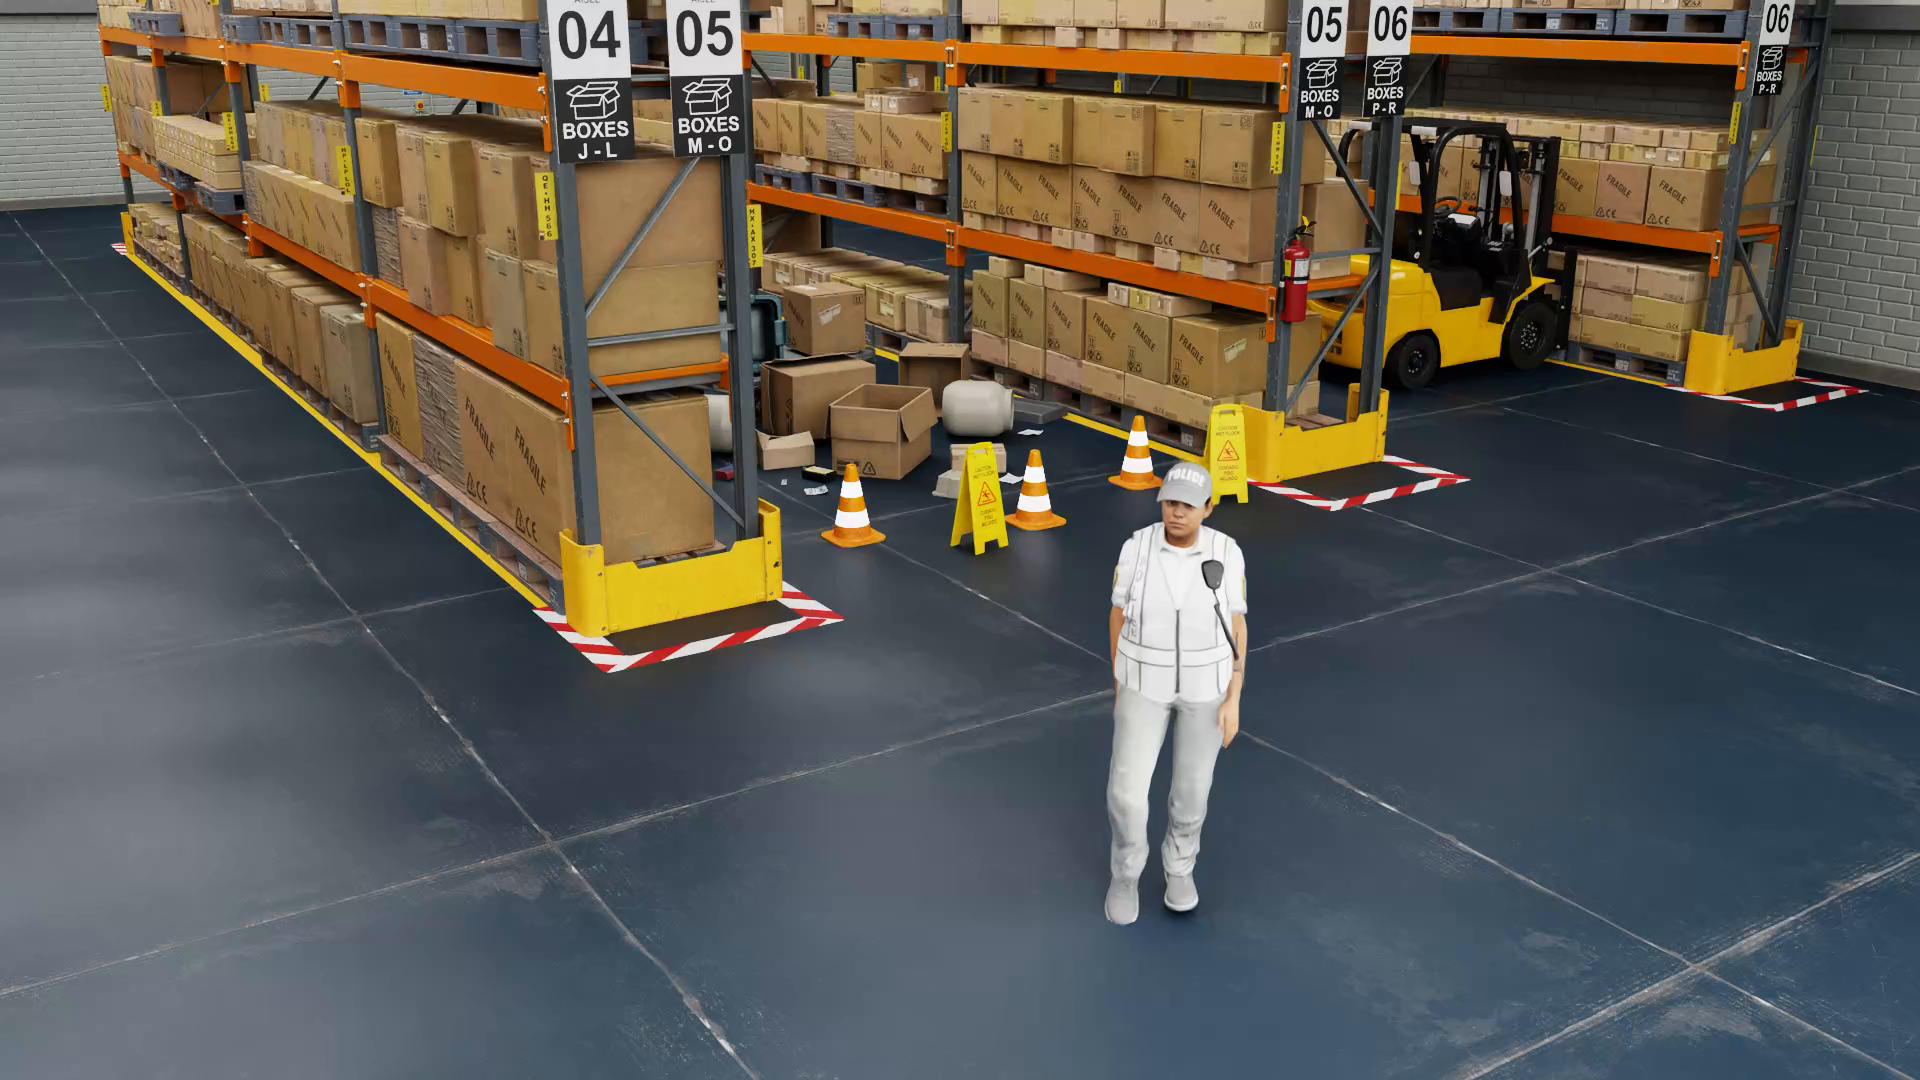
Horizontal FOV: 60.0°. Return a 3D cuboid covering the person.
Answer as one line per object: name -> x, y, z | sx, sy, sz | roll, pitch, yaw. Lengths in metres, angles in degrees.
person -> 0.756, 0.568, 5.832 | 0.476, 1.707, 0.462 | 1, 18, 4
